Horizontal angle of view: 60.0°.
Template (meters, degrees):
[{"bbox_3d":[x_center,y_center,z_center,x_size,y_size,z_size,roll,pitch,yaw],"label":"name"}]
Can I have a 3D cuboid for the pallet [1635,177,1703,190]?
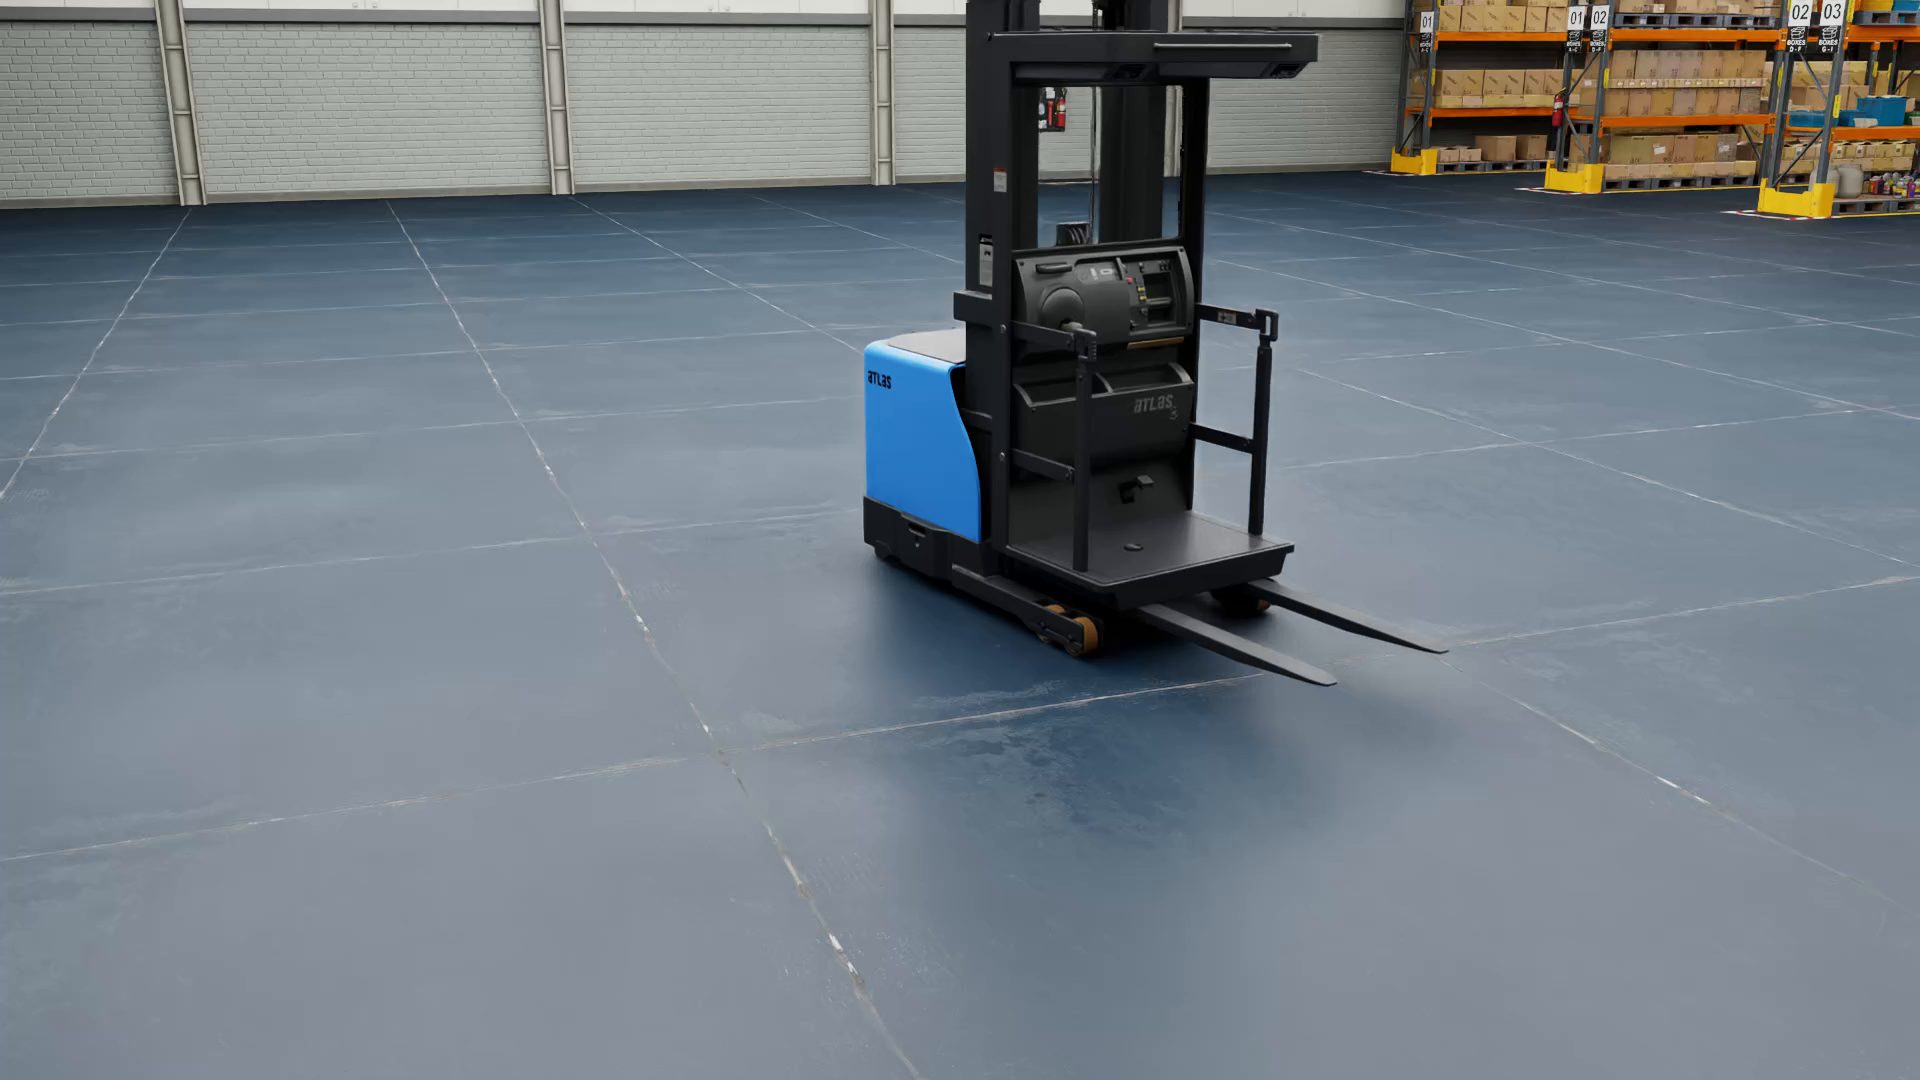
[{"bbox_3d":[13.009,-6.685,30.987,1.213,0.211,1.003,-6,17,-20],"label":"pallet"}]

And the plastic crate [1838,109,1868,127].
[{"bbox_3d":[13.911,-6.631,26.118,0.408,0.251,0.499,-6,17,-20],"label":"plastic crate"}]

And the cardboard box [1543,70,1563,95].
[{"bbox_3d":[12.337,-9.635,34.986,0.500,0.500,0.500,-6,17,-20],"label":"cardboard box"}]

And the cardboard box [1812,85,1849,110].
[{"bbox_3d":[16.591,-8.441,31.840,0.500,0.500,0.500,-6,17,-20],"label":"cardboard box"}]

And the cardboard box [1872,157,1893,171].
[{"bbox_3d":[17.759,-7.331,32.374,0.500,0.250,0.500,-6,18,-21],"label":"cardboard box"}]

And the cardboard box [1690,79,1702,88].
[{"bbox_3d":[13.298,-8.336,30.333,0.250,0.149,0.380,-6,17,-18],"label":"cardboard box"}]

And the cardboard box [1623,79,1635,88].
[{"bbox_3d":[11.862,-8.182,29.808,0.250,0.149,0.380,-7,18,-22],"label":"cardboard box"}]

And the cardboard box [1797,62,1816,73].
[{"bbox_3d":[18.825,-10.619,37.364,0.500,0.250,0.500,-7,18,-21],"label":"cardboard box"}]

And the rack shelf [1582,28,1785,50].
[{"bbox_3d":[13.041,-9.108,30.244,4.000,0.370,1.077,-6,17,-20],"label":"rack shelf"}]

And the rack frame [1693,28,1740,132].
[{"bbox_3d":[16.867,-9.922,37.062,0.127,3.000,1.000,-6,17,-20],"label":"rack frame"}]

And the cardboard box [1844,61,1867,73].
[{"bbox_3d":[20.258,-10.771,37.882,0.500,0.250,0.500,-6,17,-19],"label":"cardboard box"}]

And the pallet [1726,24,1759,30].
[{"bbox_3d":[17.449,-11.350,36.935,1.003,0.211,1.213,-5,17,-18],"label":"pallet"}]

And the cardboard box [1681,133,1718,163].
[{"bbox_3d":[13.617,-7.255,30.783,0.500,0.500,0.500,-6,17,-20],"label":"cardboard box"}]

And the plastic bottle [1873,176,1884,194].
[{"bbox_3d":[14.784,-5.707,26.750,0.133,0.283,0.061,-6,17,-20],"label":"plastic bottle"}]

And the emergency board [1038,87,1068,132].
[{"bbox_3d":[1.817,-8.570,32.457,0.643,1.169,0.194,-6,17,-20],"label":"emergency board"}]

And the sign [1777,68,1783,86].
[{"bbox_3d":[15.108,-8.523,30.622,0.005,0.325,0.100,-6,17,-20],"label":"sign"}]

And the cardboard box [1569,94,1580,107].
[{"bbox_3d":[12.798,-9.329,35.273,0.500,0.250,0.500,-6,17,-20],"label":"cardboard box"}]

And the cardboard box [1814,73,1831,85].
[{"bbox_3d":[19.317,-10.310,37.644,0.500,0.500,0.500,-6,17,-20],"label":"cardboard box"}]

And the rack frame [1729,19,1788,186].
[{"bbox_3d":[14.908,-8.216,31.252,0.127,3.000,1.000,-6,17,-20],"label":"rack frame"}]

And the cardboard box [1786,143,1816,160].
[{"bbox_3d":[15.852,-7.392,31.587,0.500,0.311,0.500,-6,18,-21],"label":"cardboard box"}]

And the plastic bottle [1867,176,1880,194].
[{"bbox_3d":[14.745,-5.732,26.846,0.135,0.276,0.152,-6,17,-20],"label":"plastic bottle"}]

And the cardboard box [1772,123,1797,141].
[{"bbox_3d":[18.421,-9.218,37.736,0.750,0.750,0.750,-6,17,-20],"label":"cardboard box"}]

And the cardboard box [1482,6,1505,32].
[{"bbox_3d":[10.796,-10.678,34.101,0.500,0.500,0.500,-5,17,-18],"label":"cardboard box"}]

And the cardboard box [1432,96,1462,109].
[{"bbox_3d":[9.966,-9.019,34.217,0.500,0.250,0.500,-7,18,-22],"label":"cardboard box"}]

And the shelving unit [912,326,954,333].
[{"bbox_3d":[-0.088,-0.566,8.663,0.252,1.050,0.215,-11,19,-32],"label":"shelving unit"}]

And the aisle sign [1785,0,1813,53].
[{"bbox_3d":[12.768,-7.827,25.315,0.004,0.787,0.394,-6,17,-20],"label":"aisle sign"}]

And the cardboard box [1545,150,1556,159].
[{"bbox_3d":[12.643,-8.309,35.816,0.250,0.166,0.380,-9,18,-27],"label":"cardboard box"}]

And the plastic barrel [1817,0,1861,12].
[{"bbox_3d":[13.350,-8.438,25.178,0.708,0.830,0.600,-6,17,-20],"label":"plastic barrel"}]

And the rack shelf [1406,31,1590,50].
[{"bbox_3d":[11.265,-10.411,34.681,4.000,0.370,1.077,-6,17,-20],"label":"rack shelf"}]

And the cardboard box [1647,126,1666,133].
[{"bbox_3d":[15.180,-9.113,36.632,0.500,0.250,0.500,-6,17,-20],"label":"cardboard box"}]

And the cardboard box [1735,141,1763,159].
[{"bbox_3d":[15.184,-7.483,31.897,0.500,0.311,0.500,-6,17,-20],"label":"cardboard box"}]

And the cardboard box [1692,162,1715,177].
[{"bbox_3d":[13.621,-6.892,30.878,0.500,0.250,0.500,-6,17,-20],"label":"cardboard box"}]

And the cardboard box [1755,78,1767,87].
[{"bbox_3d":[14.731,-8.491,30.861,0.250,0.149,0.380,-6,17,-20],"label":"cardboard box"}]

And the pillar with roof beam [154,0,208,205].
[{"bbox_3d":[-11.129,-8.740,22.389,0.400,9.000,9.100,-6,17,-20],"label":"pillar with roof beam"}]

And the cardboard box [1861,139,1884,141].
[{"bbox_3d":[18.049,-7.795,32.958,0.500,0.311,0.500,-6,17,-18],"label":"cardboard box"}]

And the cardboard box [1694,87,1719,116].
[{"bbox_3d":[13.536,-8.113,30.724,0.500,0.500,0.700,-6,17,-19],"label":"cardboard box"}]

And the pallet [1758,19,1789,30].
[{"bbox_3d":[15.727,-9.656,31.171,1.217,0.209,0.805,-7,18,-22],"label":"pallet"}]

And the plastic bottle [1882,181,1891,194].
[{"bbox_3d":[14.937,-5.679,26.799,0.097,0.201,0.097,0,16,0],"label":"plastic bottle"}]

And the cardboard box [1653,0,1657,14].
[{"bbox_3d":[12.673,-9.719,30.212,0.500,0.311,0.500,-4,17,-14],"label":"cardboard box"}]

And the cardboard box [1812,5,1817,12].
[{"bbox_3d":[15.999,-9.900,31.185,0.500,0.250,0.500,-8,18,-25],"label":"cardboard box"}]

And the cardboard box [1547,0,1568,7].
[{"bbox_3d":[12.250,-11.315,34.495,0.500,0.500,0.500,-5,17,-17],"label":"cardboard box"}]

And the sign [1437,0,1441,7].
[{"bbox_3d":[9.591,-10.831,33.284,0.005,0.325,0.100,-6,17,-20],"label":"sign"}]

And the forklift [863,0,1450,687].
[{"bbox_3d":[0.758,-1.073,7.049,1.130,2.935,3.031,-11,20,-32],"label":"forklift"}]

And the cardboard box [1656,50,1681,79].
[{"bbox_3d":[12.622,-8.637,30.208,0.500,0.500,0.700,-6,17,-20],"label":"cardboard box"}]

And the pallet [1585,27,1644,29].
[{"bbox_3d":[13.747,-10.902,35.409,1.003,0.211,1.213,-6,17,-20],"label":"pallet"}]
